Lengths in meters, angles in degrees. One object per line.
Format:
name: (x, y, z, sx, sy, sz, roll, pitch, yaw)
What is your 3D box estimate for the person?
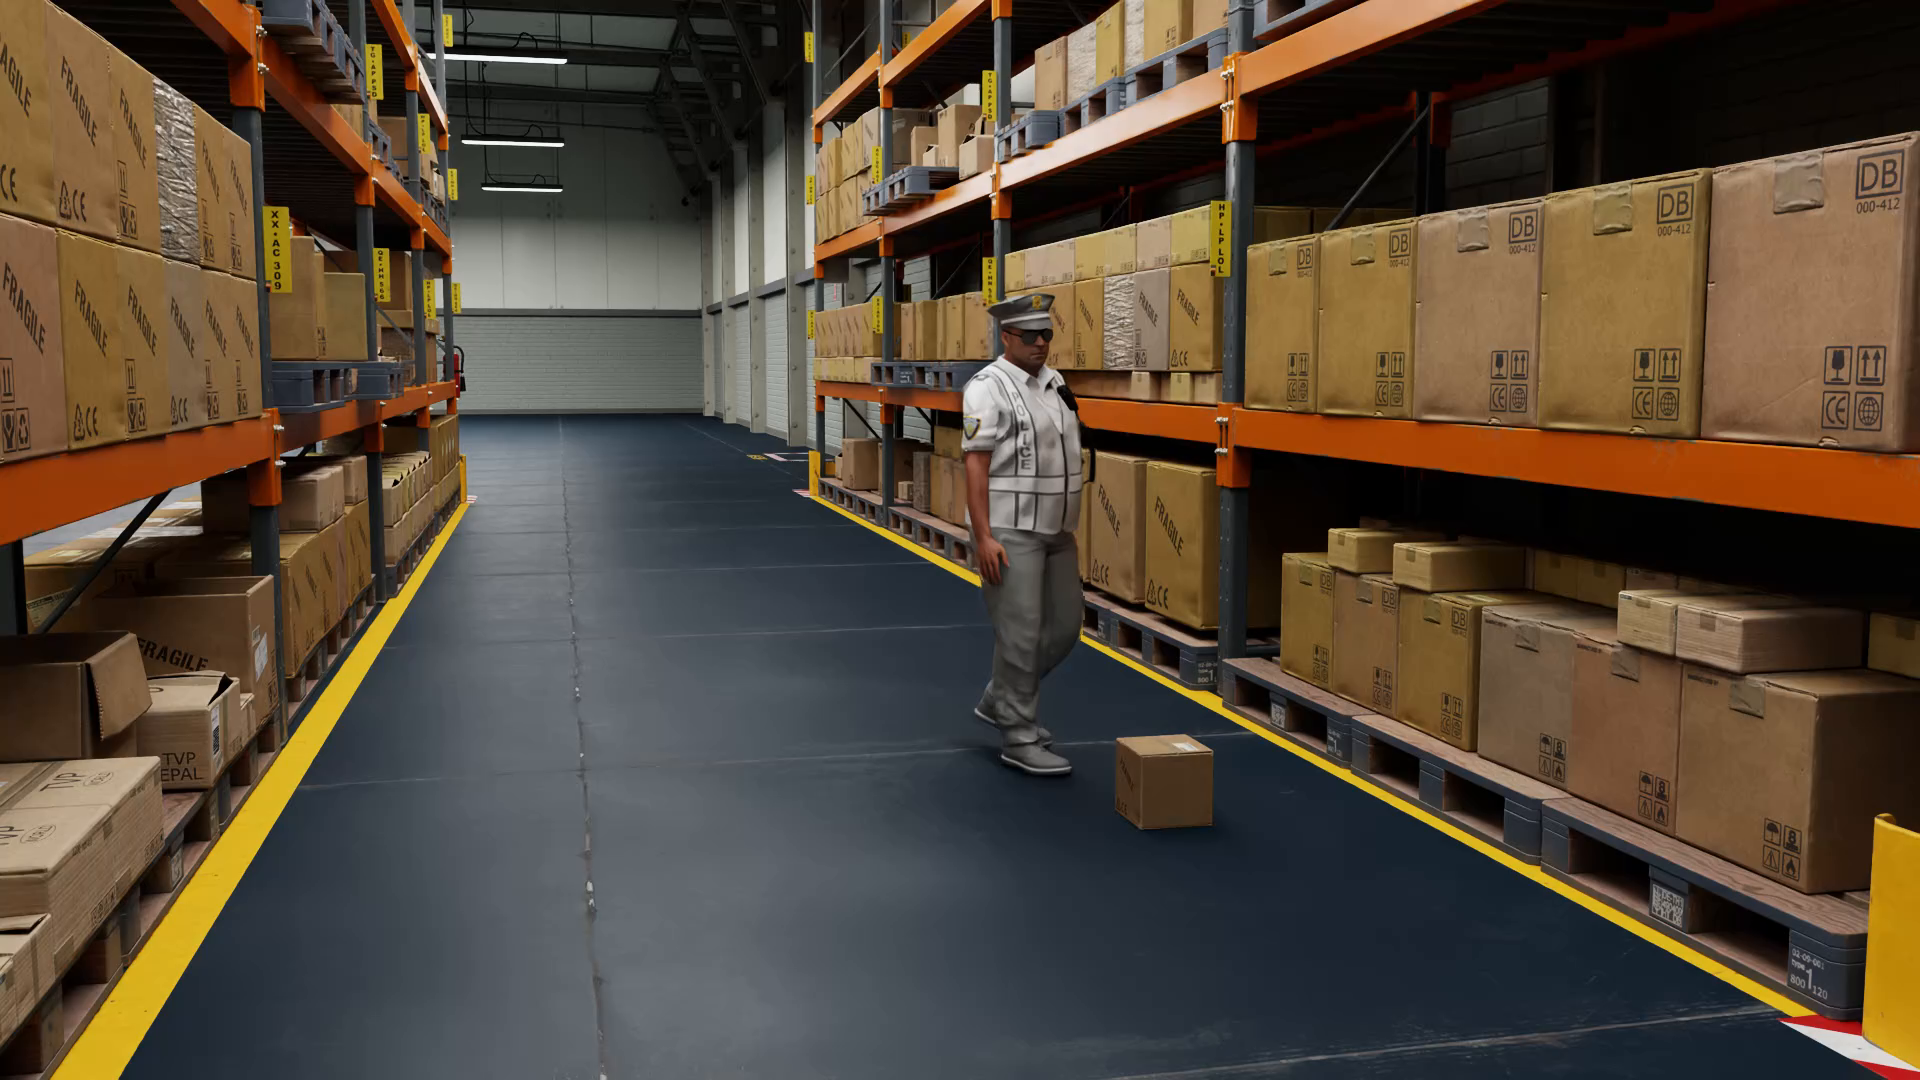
person: (0.219, -0.033, 6.198, 0.584, 1.748, 0.549, 5, 8, 40)
